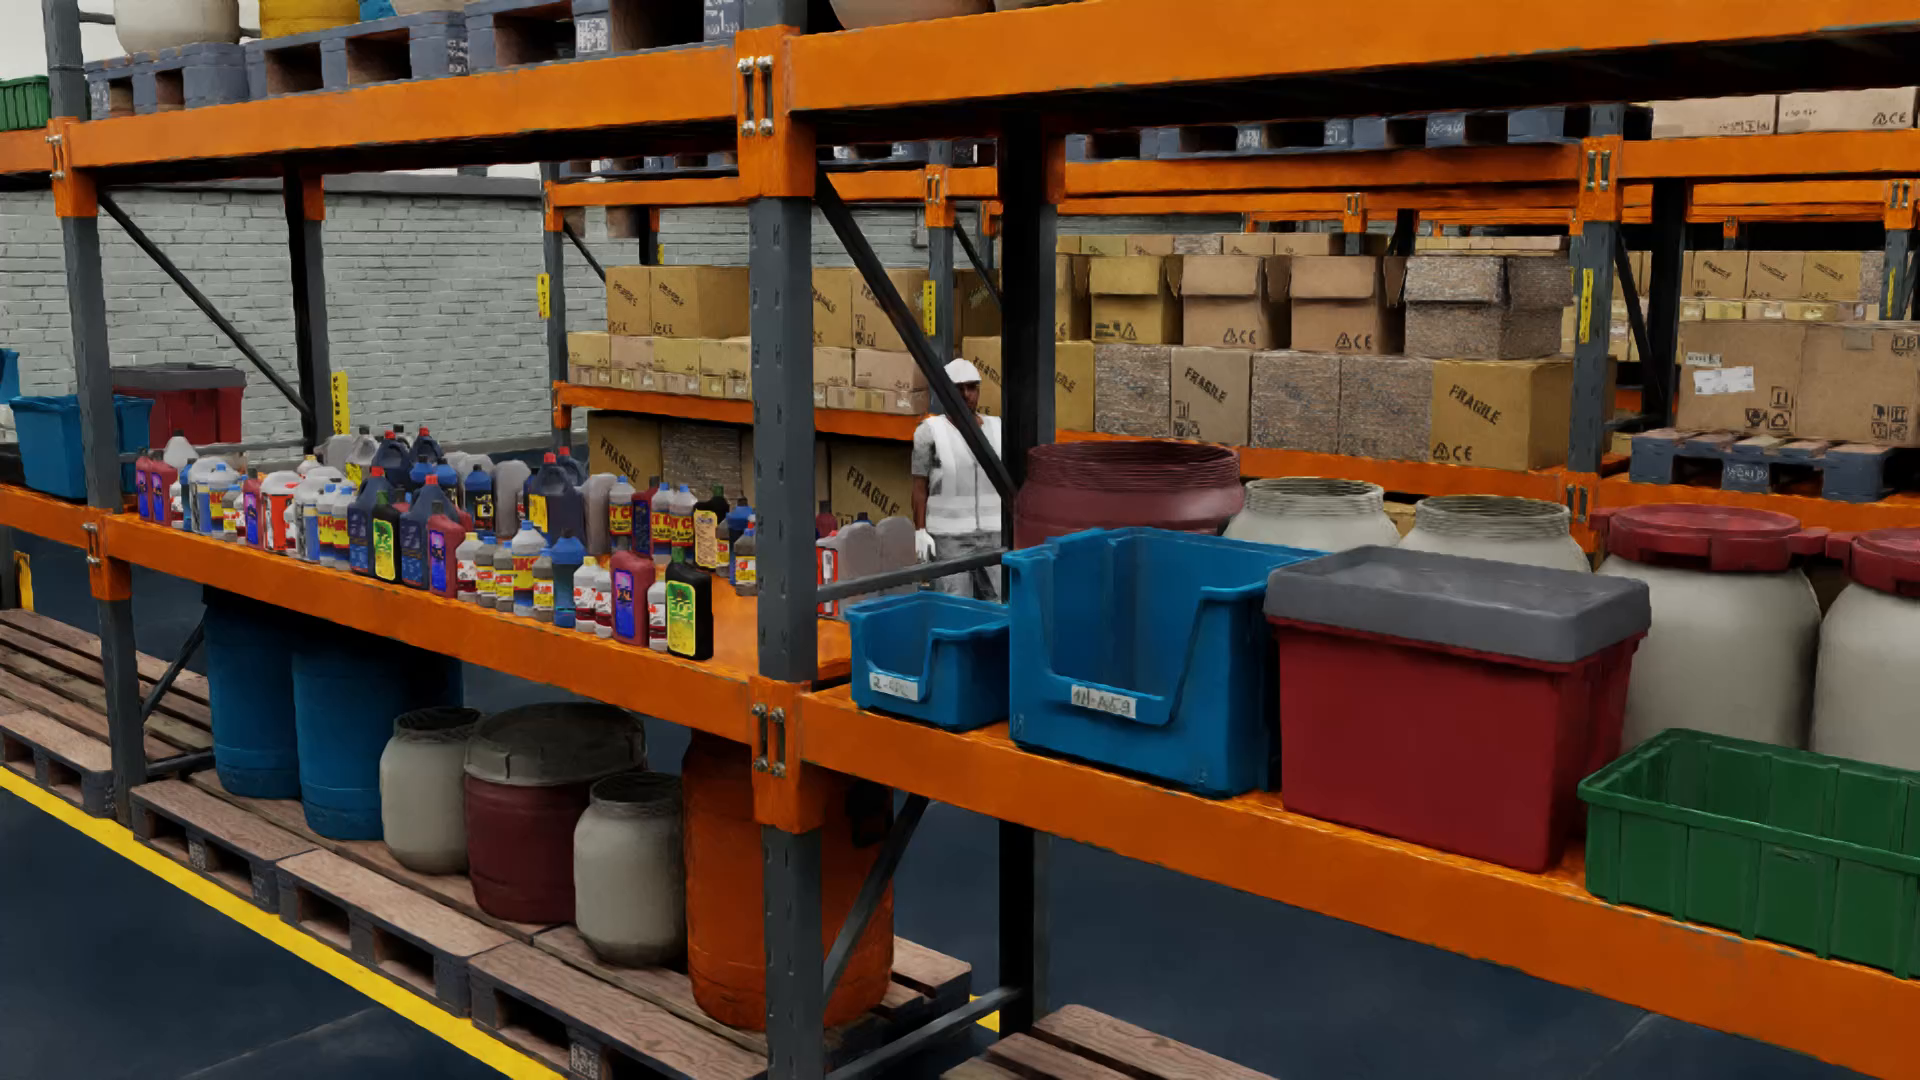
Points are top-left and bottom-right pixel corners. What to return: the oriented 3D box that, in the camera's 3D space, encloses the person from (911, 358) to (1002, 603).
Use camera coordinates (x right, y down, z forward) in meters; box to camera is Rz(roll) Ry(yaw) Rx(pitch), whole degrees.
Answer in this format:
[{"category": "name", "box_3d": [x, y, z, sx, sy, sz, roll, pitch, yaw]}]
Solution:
[{"category": "person", "box_3d": [0.034, -0.034, 8.496, 0.565, 1.787, 0.649, -5, 11, -24]}]
